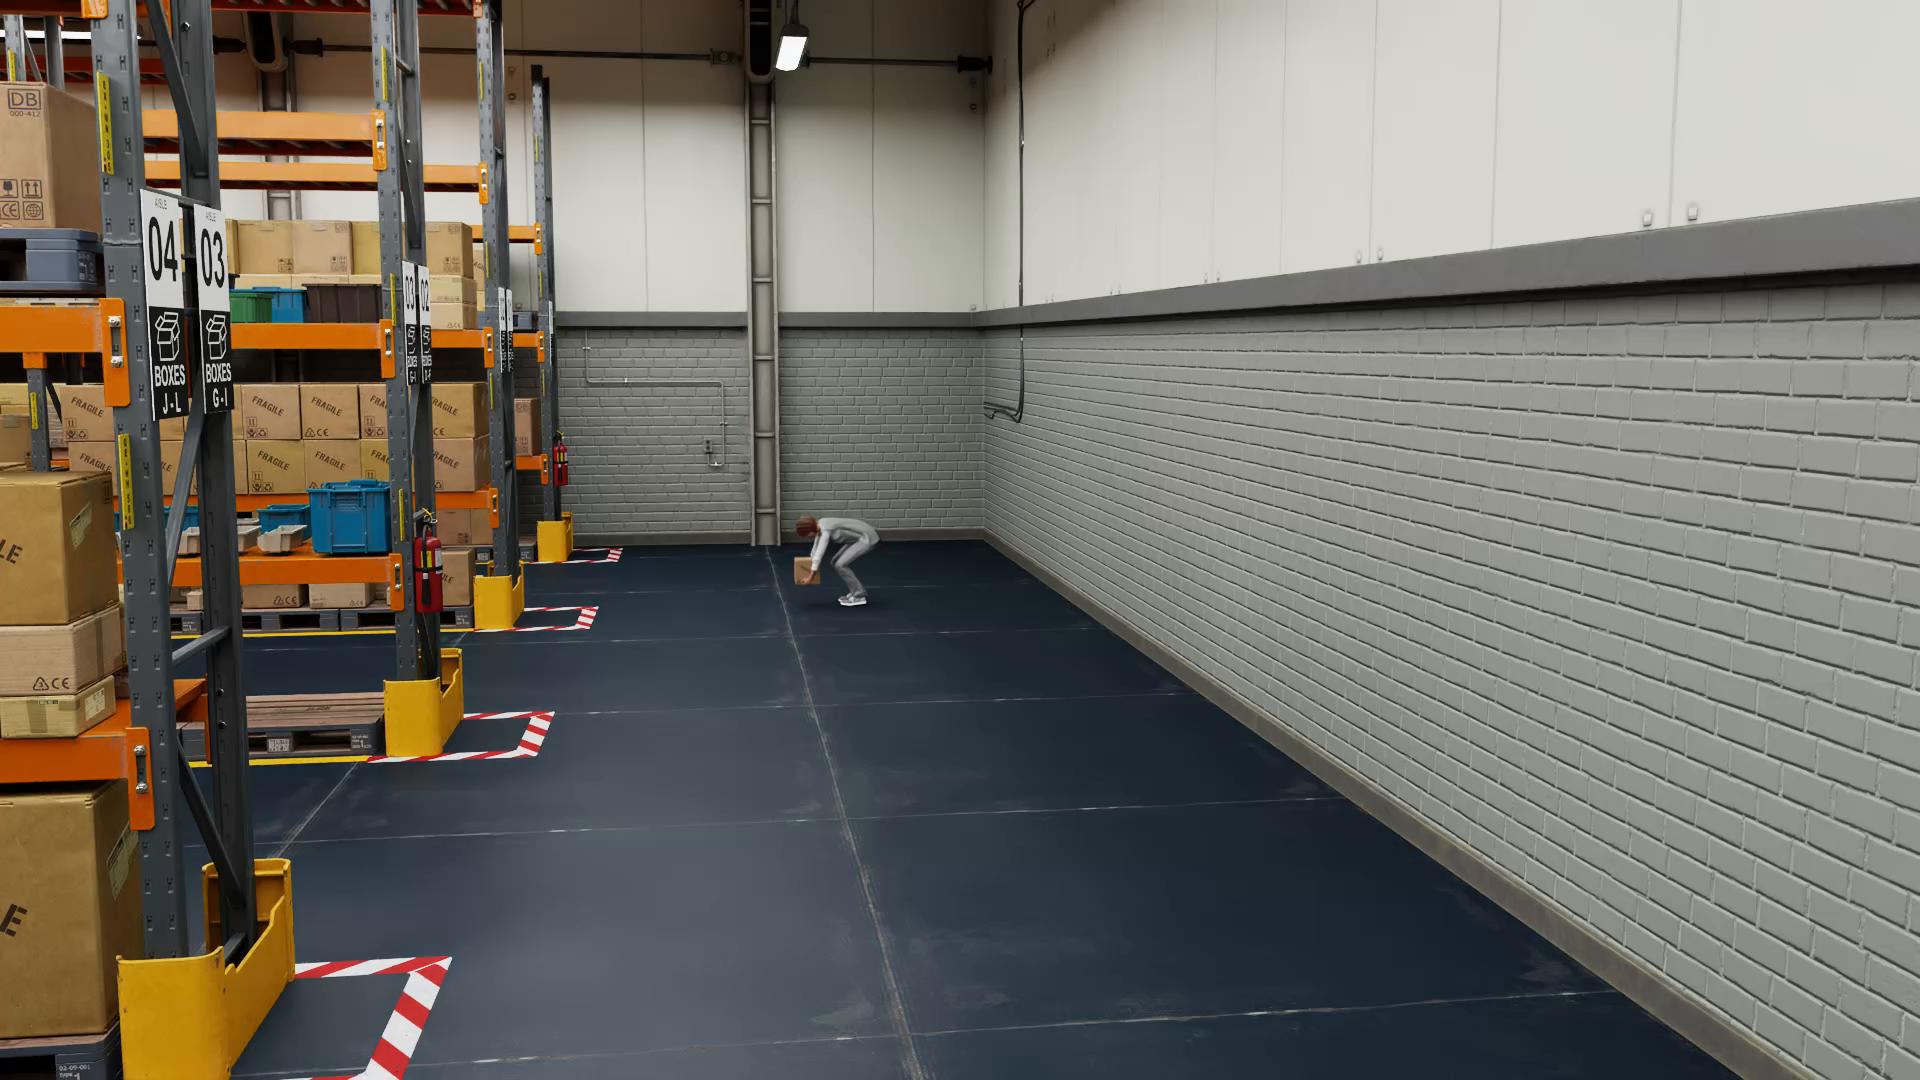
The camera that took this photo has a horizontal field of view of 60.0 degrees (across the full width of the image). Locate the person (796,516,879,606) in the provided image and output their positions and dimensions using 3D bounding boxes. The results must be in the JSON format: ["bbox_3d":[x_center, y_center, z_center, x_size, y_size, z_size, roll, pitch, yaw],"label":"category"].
[{"bbox_3d":[-1.259,0.209,17.134,0.862,0.923,0.429,-1,7,-11],"label":"person"}]
